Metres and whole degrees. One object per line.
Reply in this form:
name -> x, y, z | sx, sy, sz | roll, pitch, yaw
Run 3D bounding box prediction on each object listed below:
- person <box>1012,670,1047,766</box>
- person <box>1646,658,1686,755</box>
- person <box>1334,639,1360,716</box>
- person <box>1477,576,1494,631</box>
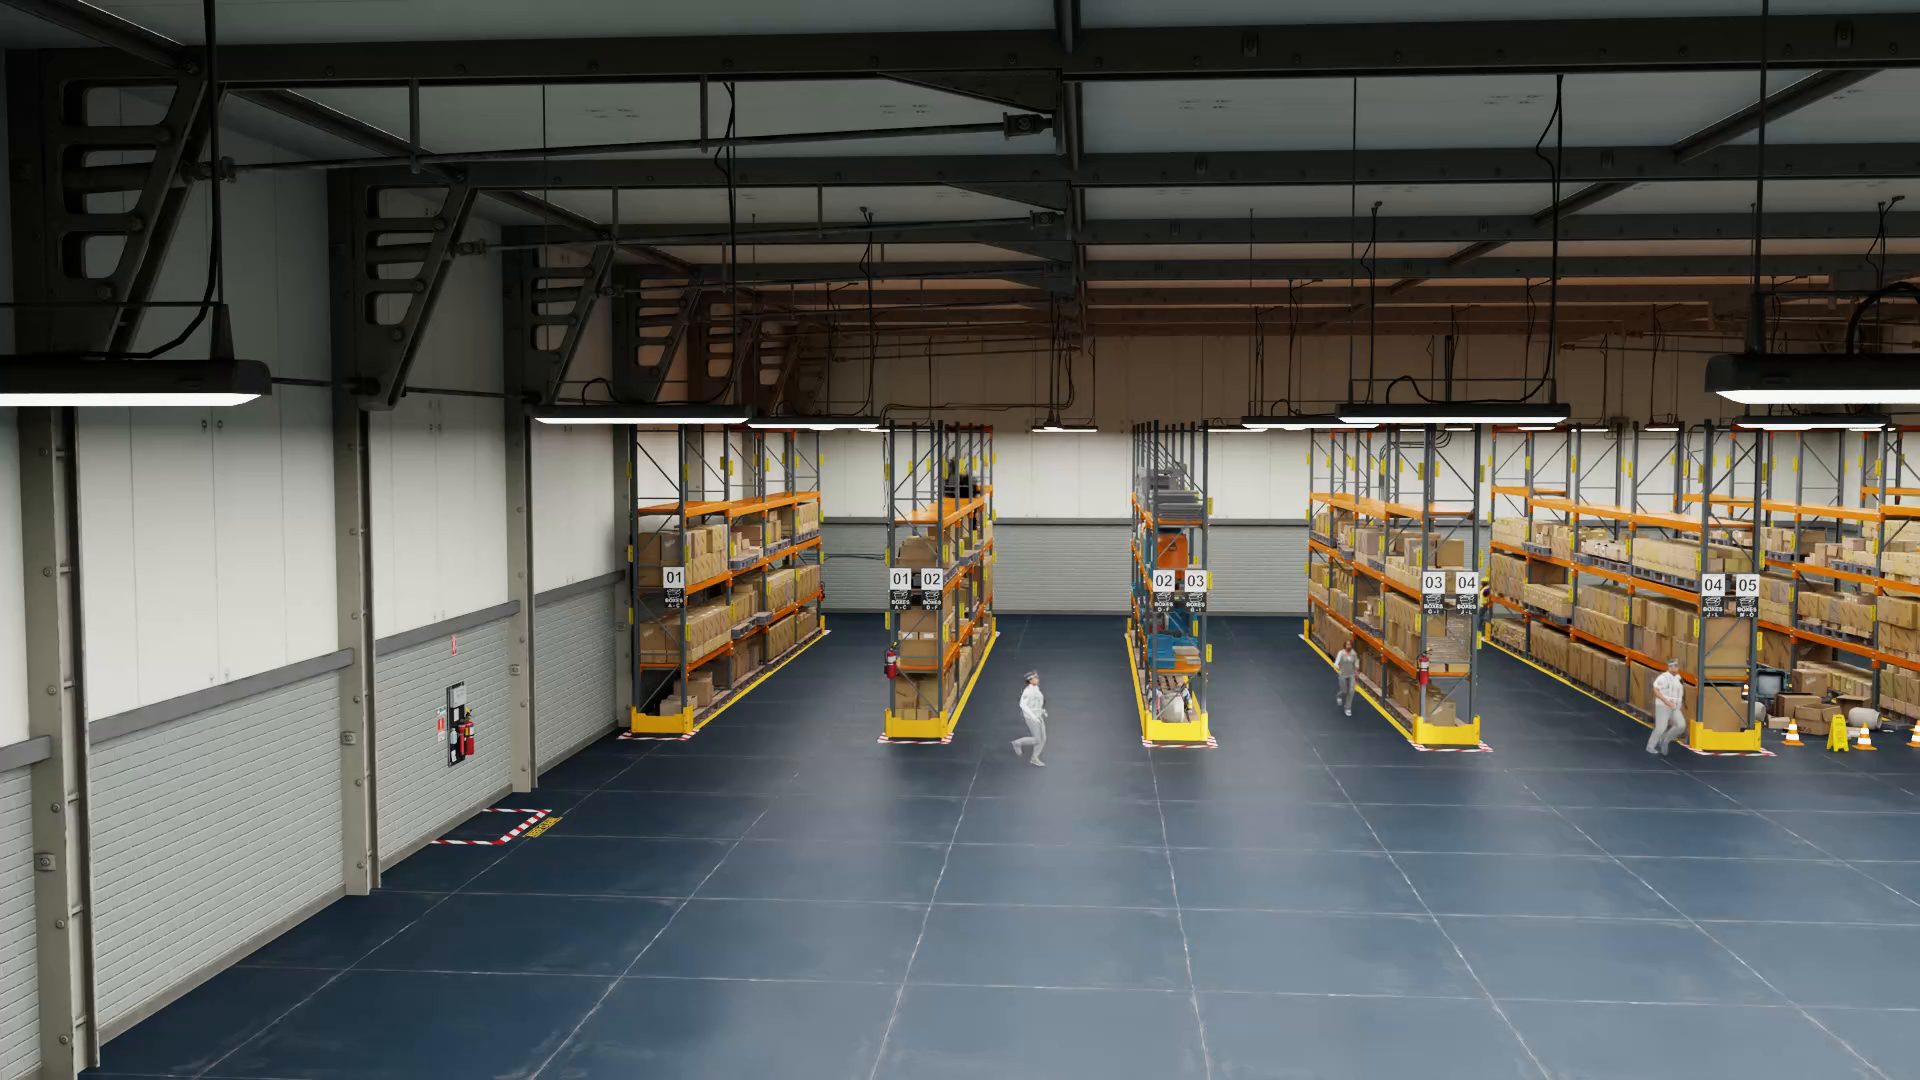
person -> 1.213, 3.080, 28.874 | 0.589, 1.668, 0.476 | 2, 4, 26
person -> 12.720, 2.978, 29.763 | 0.722, 1.734, 0.595 | -1, 4, -21
person -> 7.926, 2.792, 34.111 | 0.527, 1.561, 0.694 | 0, 4, -1
person -> 14.970, 1.865, 47.549 | 0.832, 1.695, 0.823 | 0, 4, 4
